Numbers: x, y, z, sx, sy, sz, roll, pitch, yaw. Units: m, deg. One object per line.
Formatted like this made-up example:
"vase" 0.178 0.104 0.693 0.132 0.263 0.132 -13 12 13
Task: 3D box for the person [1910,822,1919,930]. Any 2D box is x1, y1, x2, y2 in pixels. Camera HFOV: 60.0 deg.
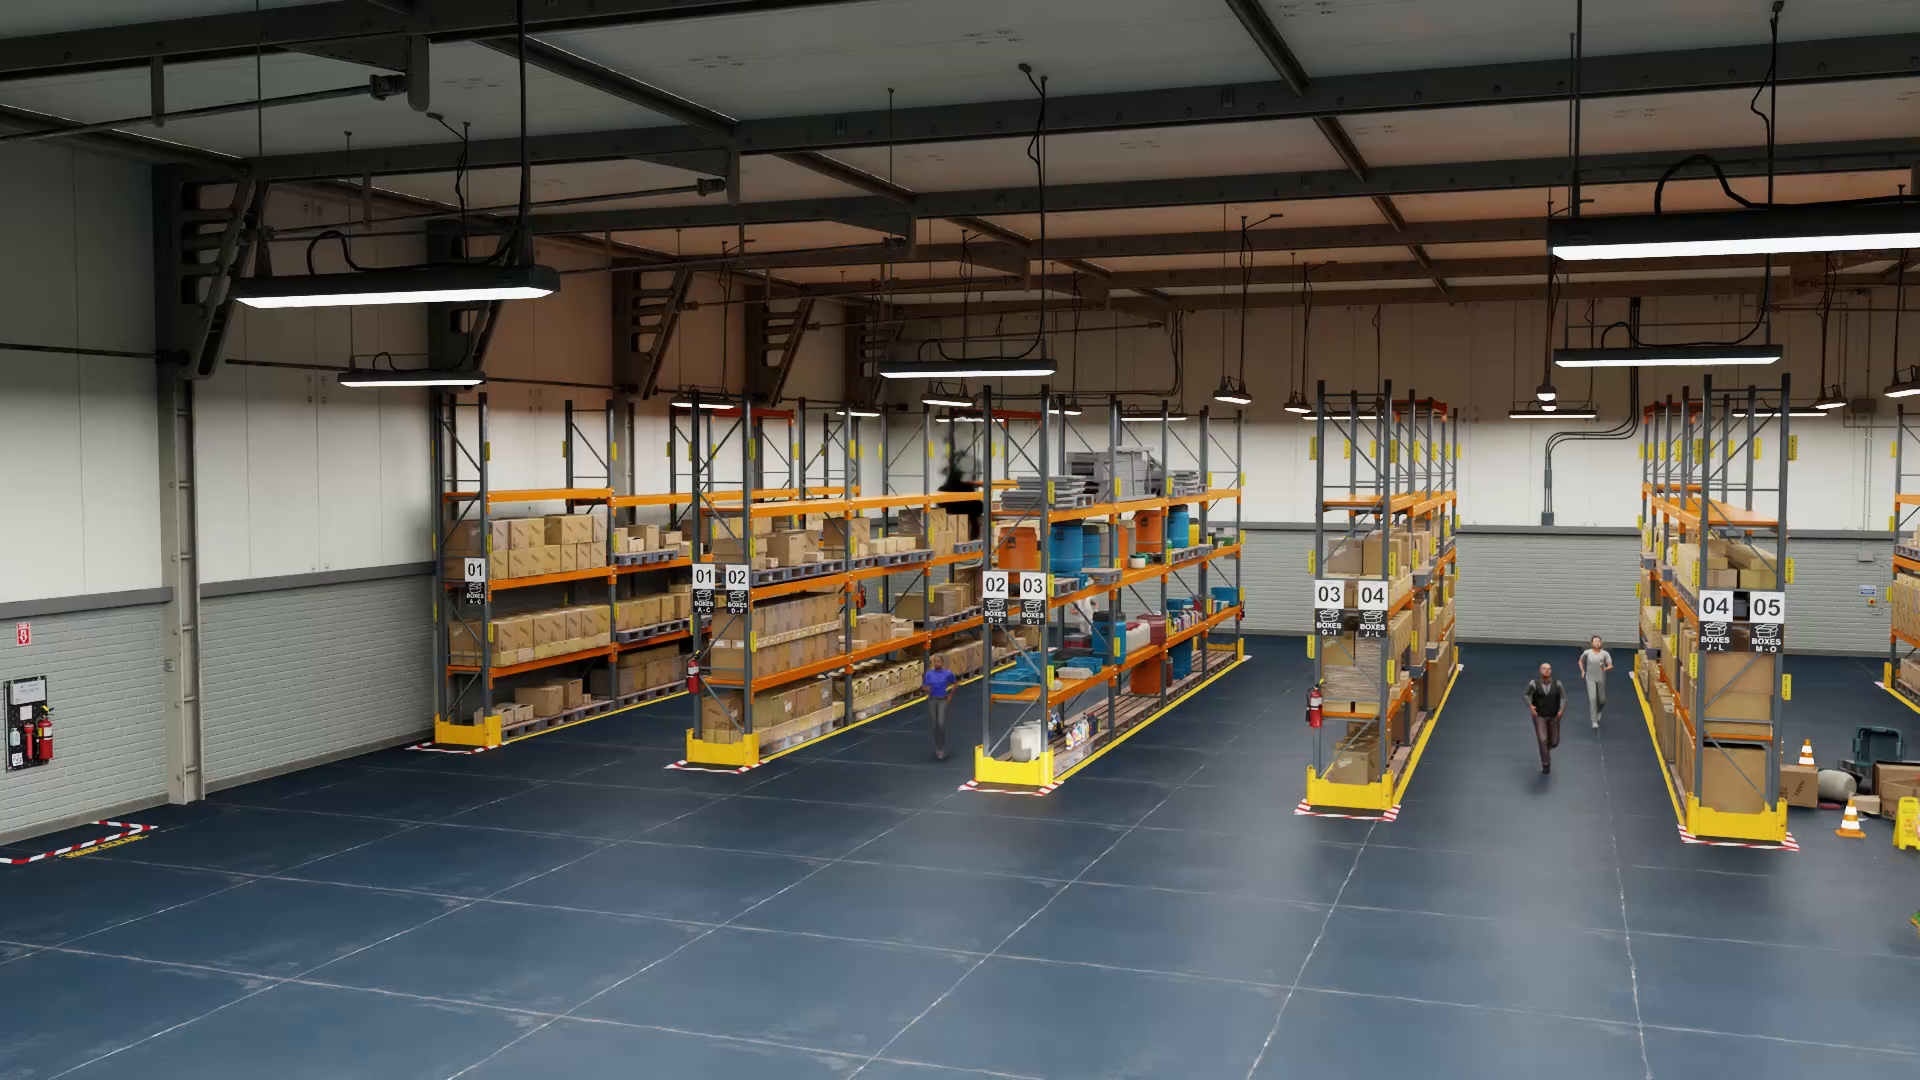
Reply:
"person" 9.851 3.203 16.399 0.659 1.772 1.004 -2 4 -30

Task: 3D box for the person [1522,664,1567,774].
"person" 9.217 2.787 26.198 0.659 1.695 0.847 0 3 7

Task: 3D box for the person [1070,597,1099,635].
"person" 3.004 1.990 40.257 0.683 1.791 0.921 0 3 9

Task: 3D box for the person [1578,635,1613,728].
"person" 11.575 2.558 30.287 0.576 1.643 0.896 1 3 16

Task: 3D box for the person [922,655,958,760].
"person" -0.349 2.740 27.208 0.555 1.700 0.702 1 3 13
